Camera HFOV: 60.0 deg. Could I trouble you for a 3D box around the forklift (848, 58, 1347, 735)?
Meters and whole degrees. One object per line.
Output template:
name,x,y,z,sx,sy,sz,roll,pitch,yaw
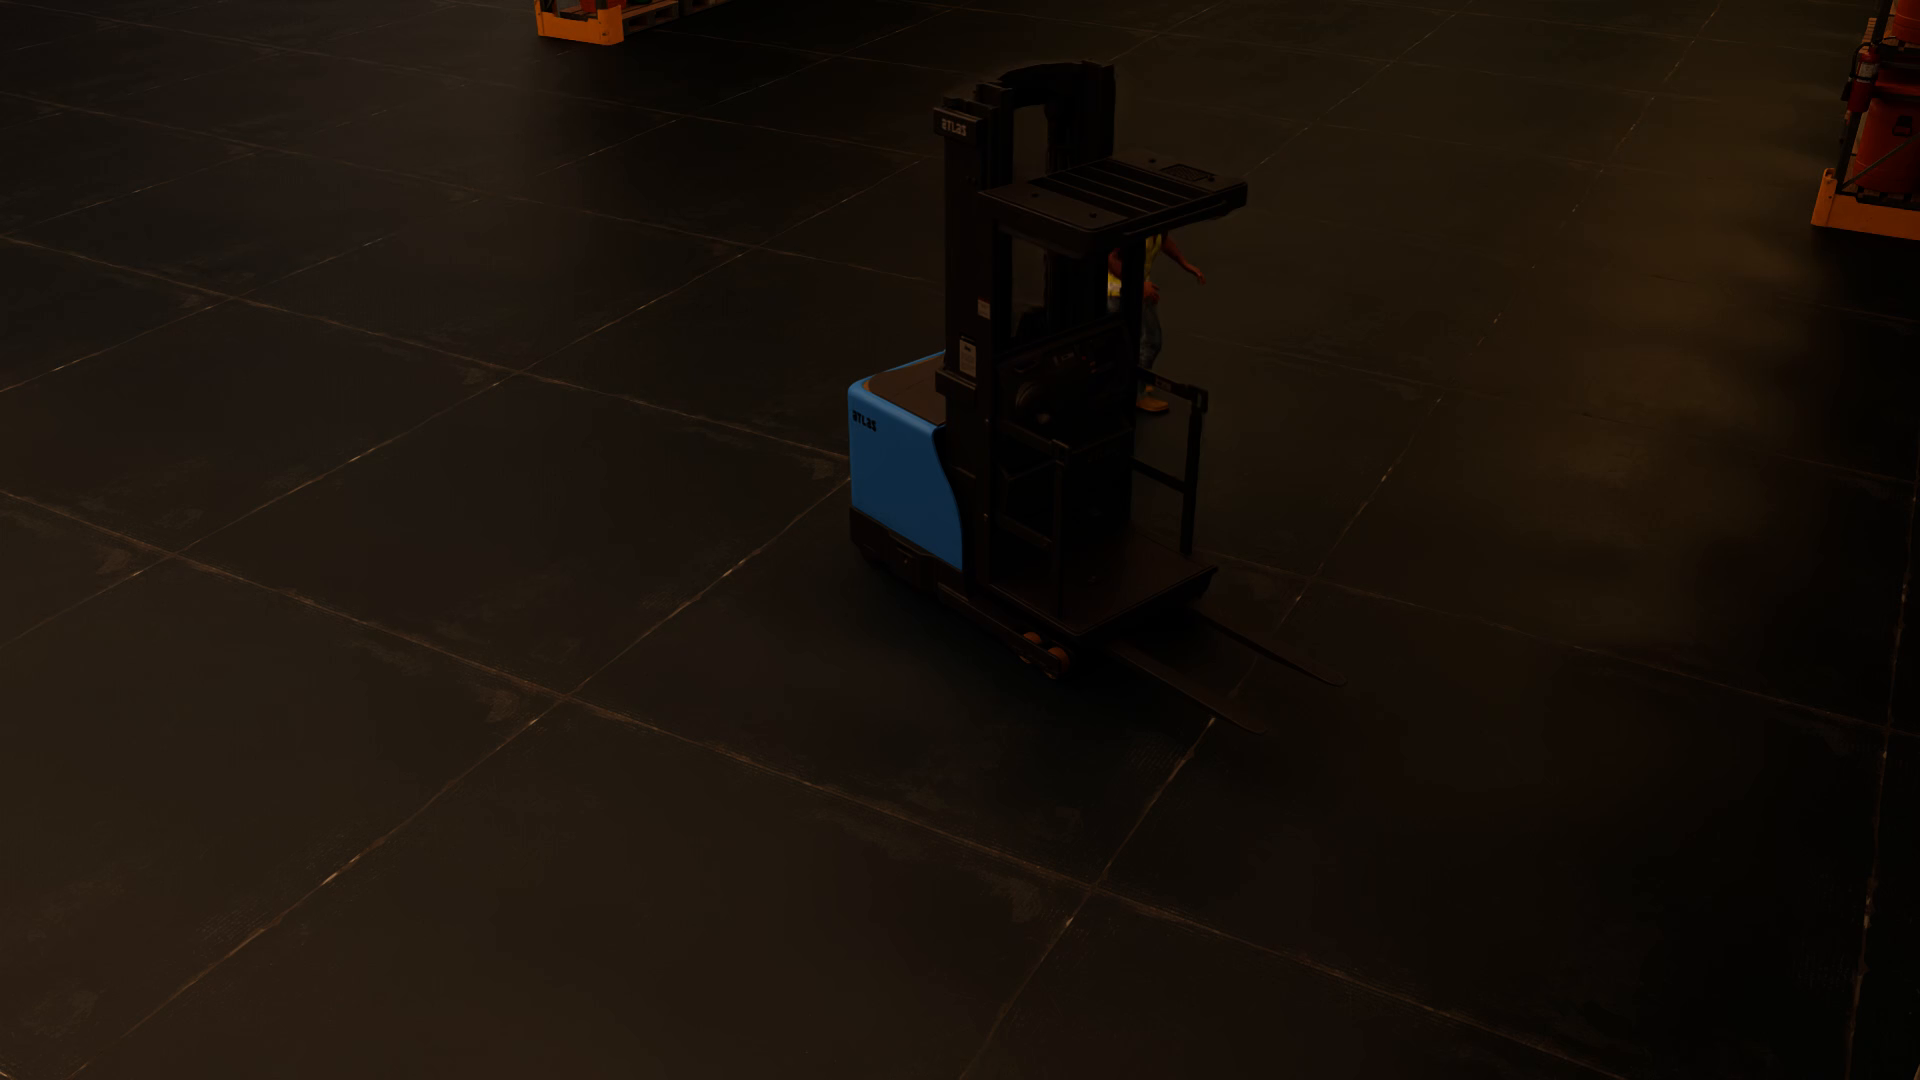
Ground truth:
forklift,0.694,-0.826,8.502,1.130,2.935,3.031,-24,37,-35

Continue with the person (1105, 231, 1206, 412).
person,1.283,-1.689,11.274,0.645,1.716,0.821,11,32,18
